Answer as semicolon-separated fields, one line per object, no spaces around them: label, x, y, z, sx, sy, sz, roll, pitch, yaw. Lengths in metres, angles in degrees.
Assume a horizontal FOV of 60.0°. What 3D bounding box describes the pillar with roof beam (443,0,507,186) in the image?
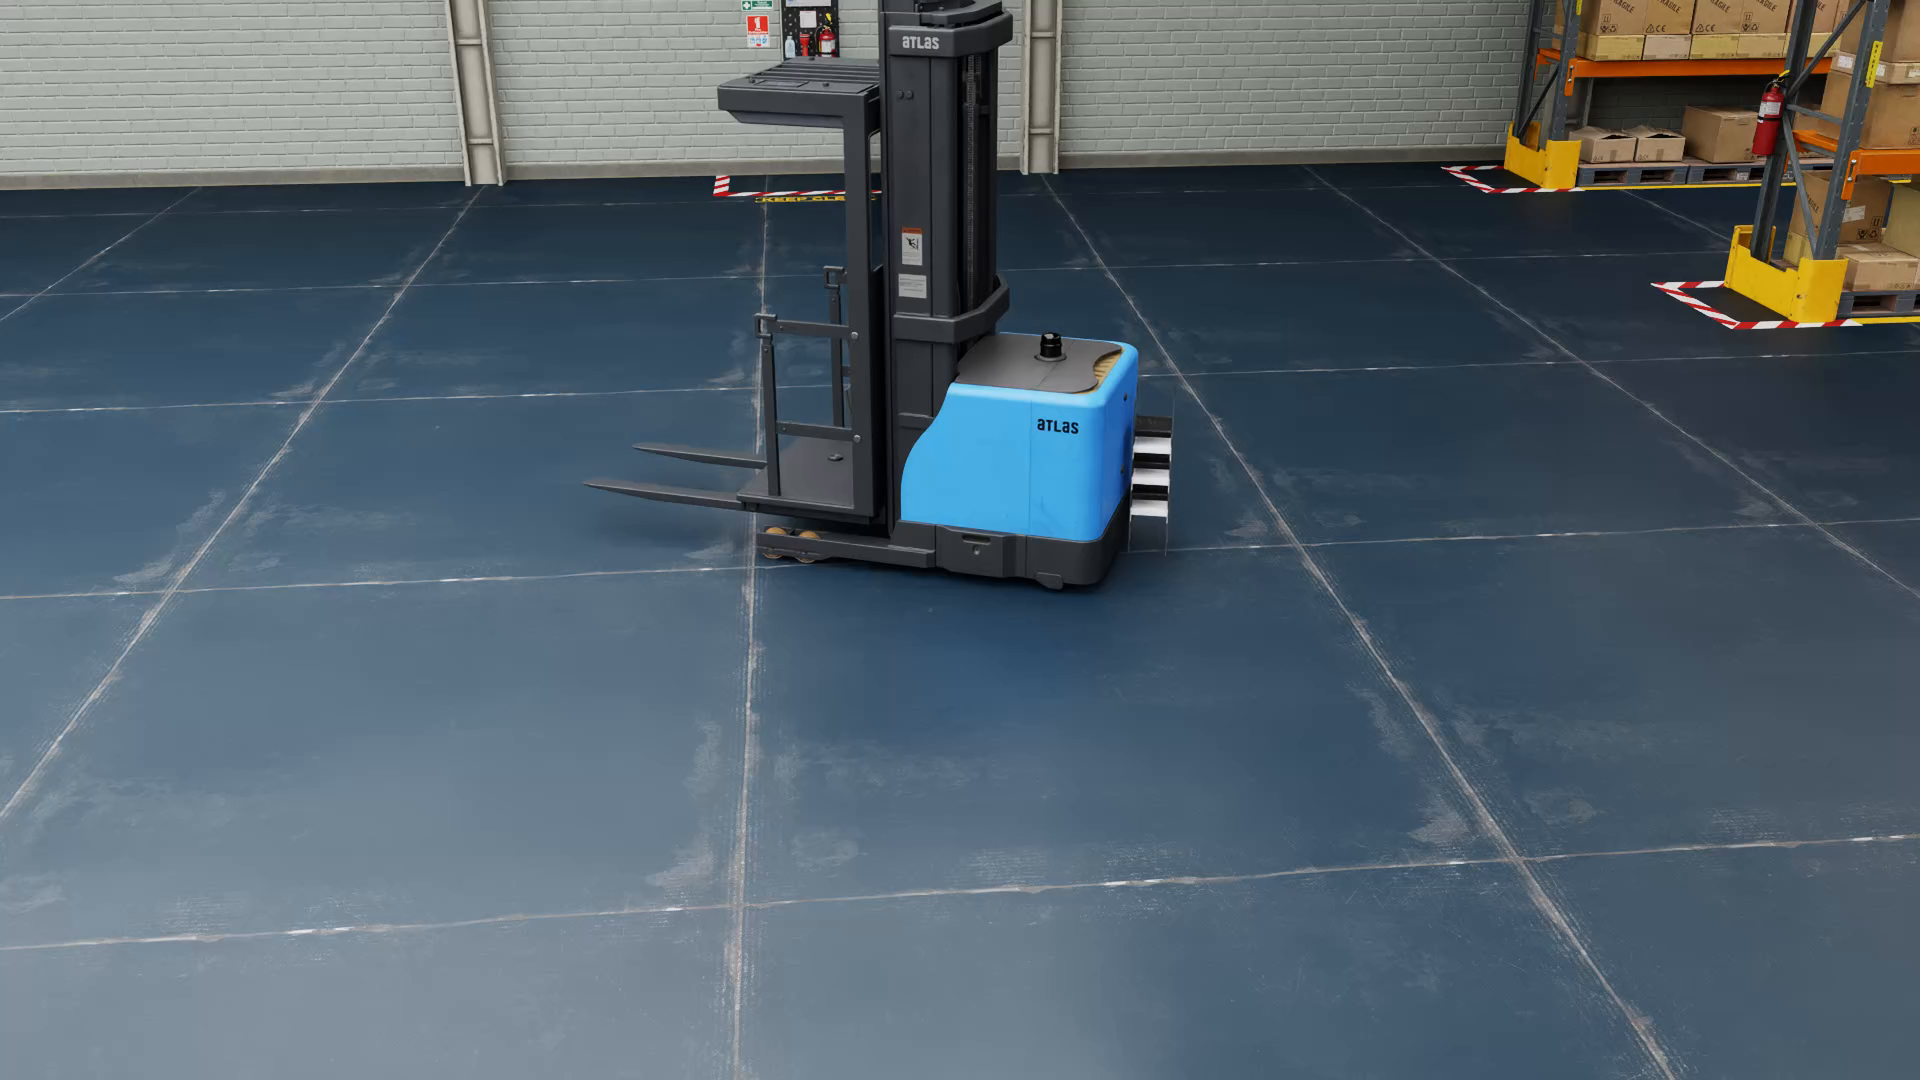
pillar with roof beam;-4.673;-6.222;12.169;0.400;9.000;9.100;-2;24;-5

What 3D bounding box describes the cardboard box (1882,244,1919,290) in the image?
cardboard box;7.778;-2.208;13.393;0.500;0.250;0.500;-2;24;-5

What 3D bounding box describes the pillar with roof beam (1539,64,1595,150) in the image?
pillar with roof beam;7.269;-6.701;13.247;0.400;9.000;9.100;-2;24;-5

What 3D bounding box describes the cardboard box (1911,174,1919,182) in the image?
cardboard box;8.223;-2.786;13.769;0.500;0.500;0.500;-2;24;-5

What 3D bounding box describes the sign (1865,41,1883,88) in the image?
sign;6.773;-3.527;12.329;0.005;0.325;0.100;-2;24;-5

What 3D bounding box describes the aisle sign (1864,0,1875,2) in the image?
aisle sign;6.690;-4.381;12.214;0.004;0.787;0.394;-2;24;-5

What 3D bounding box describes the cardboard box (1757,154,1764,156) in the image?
cardboard box;8.621;-4.324;18.254;0.250;0.149;0.380;-4;24;-9

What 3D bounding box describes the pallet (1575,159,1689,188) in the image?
pallet;7.122;-4.069;18.145;1.213;0.211;1.003;-2;24;-5

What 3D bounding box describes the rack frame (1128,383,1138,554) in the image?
rack frame;0.935;-0.381;8.998;0.006;0.900;0.240;3;24;8

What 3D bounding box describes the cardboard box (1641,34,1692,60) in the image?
cardboard box;7.266;-5.180;17.372;0.500;0.250;0.500;-3;24;-7

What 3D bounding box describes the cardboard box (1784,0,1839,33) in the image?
cardboard box;8.776;-5.583;17.355;0.500;0.500;0.500;-3;24;-7

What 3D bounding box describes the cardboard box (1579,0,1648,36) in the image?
cardboard box;6.739;-5.503;17.174;0.500;0.500;0.500;-2;24;-5

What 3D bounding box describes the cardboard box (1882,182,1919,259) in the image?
cardboard box;7.778;-2.550;13.239;0.500;0.500;0.500;-2;24;-5

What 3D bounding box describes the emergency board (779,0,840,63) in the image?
emergency board;-1.588;-5.377;17.654;0.643;1.169;0.194;-2;24;-5

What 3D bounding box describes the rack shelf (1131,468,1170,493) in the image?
rack shelf;1.035;-0.344;8.998;0.200;0.077;0.258;3;24;8

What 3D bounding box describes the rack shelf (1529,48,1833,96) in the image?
rack shelf;8.225;-5.073;17.856;4.000;0.370;1.077;-2;24;-5

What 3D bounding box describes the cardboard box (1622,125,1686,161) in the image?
cardboard box;7.499;-4.308;18.019;0.500;0.311;0.500;0;24;-1

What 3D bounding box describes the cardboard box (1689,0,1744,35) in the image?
cardboard box;7.746;-5.537;17.250;0.500;0.500;0.500;-3;24;-7

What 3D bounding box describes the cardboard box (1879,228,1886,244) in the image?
cardboard box;7.726;-2.421;13.872;0.500;0.250;0.500;-2;24;-5

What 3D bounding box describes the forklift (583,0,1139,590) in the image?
forklift;-0.597;-1.412;8.818;3.031;2.935;1.130;7;25;15

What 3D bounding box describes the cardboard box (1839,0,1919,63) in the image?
cardboard box;7.243;-3.974;12.777;0.500;0.500;0.700;-2;24;-5

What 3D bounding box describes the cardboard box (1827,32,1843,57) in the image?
cardboard box;9.277;-5.264;17.561;0.500;0.250;0.500;-2;24;-5

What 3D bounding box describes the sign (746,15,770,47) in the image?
sign;-2.149;-5.413;17.691;0.234;0.329;0.001;-2;24;-5

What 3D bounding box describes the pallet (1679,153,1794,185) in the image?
pallet;8.333;-4.116;18.251;1.213;0.211;1.003;-2;24;-5

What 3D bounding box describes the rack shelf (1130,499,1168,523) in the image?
rack shelf;1.035;-0.180;9.071;0.200;0.077;0.258;3;24;8

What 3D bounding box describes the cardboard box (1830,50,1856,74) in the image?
cardboard box;7.086;-3.754;13.082;0.250;0.149;0.380;-3;24;-6

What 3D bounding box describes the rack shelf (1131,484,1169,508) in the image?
rack shelf;1.035;-0.262;9.035;0.200;0.077;0.258;3;24;8

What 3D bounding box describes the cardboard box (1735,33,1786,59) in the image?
cardboard box;8.277;-5.217;17.455;0.500;0.250;0.500;-2;24;-5

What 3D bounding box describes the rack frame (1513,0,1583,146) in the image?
rack frame;6.234;-5.322;17.531;0.127;3.000;1.000;-2;24;-5

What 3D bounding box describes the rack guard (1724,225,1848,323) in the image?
rack guard;6.701;-2.177;13.532;0.348;0.500;1.175;-2;24;-5

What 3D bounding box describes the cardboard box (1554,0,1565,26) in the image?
cardboard box;6.682;-5.710;17.640;0.500;0.500;0.500;-3;24;-6

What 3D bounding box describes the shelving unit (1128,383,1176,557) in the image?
shelving unit;1.035;-0.375;8.985;0.210;0.900;0.258;3;24;8
